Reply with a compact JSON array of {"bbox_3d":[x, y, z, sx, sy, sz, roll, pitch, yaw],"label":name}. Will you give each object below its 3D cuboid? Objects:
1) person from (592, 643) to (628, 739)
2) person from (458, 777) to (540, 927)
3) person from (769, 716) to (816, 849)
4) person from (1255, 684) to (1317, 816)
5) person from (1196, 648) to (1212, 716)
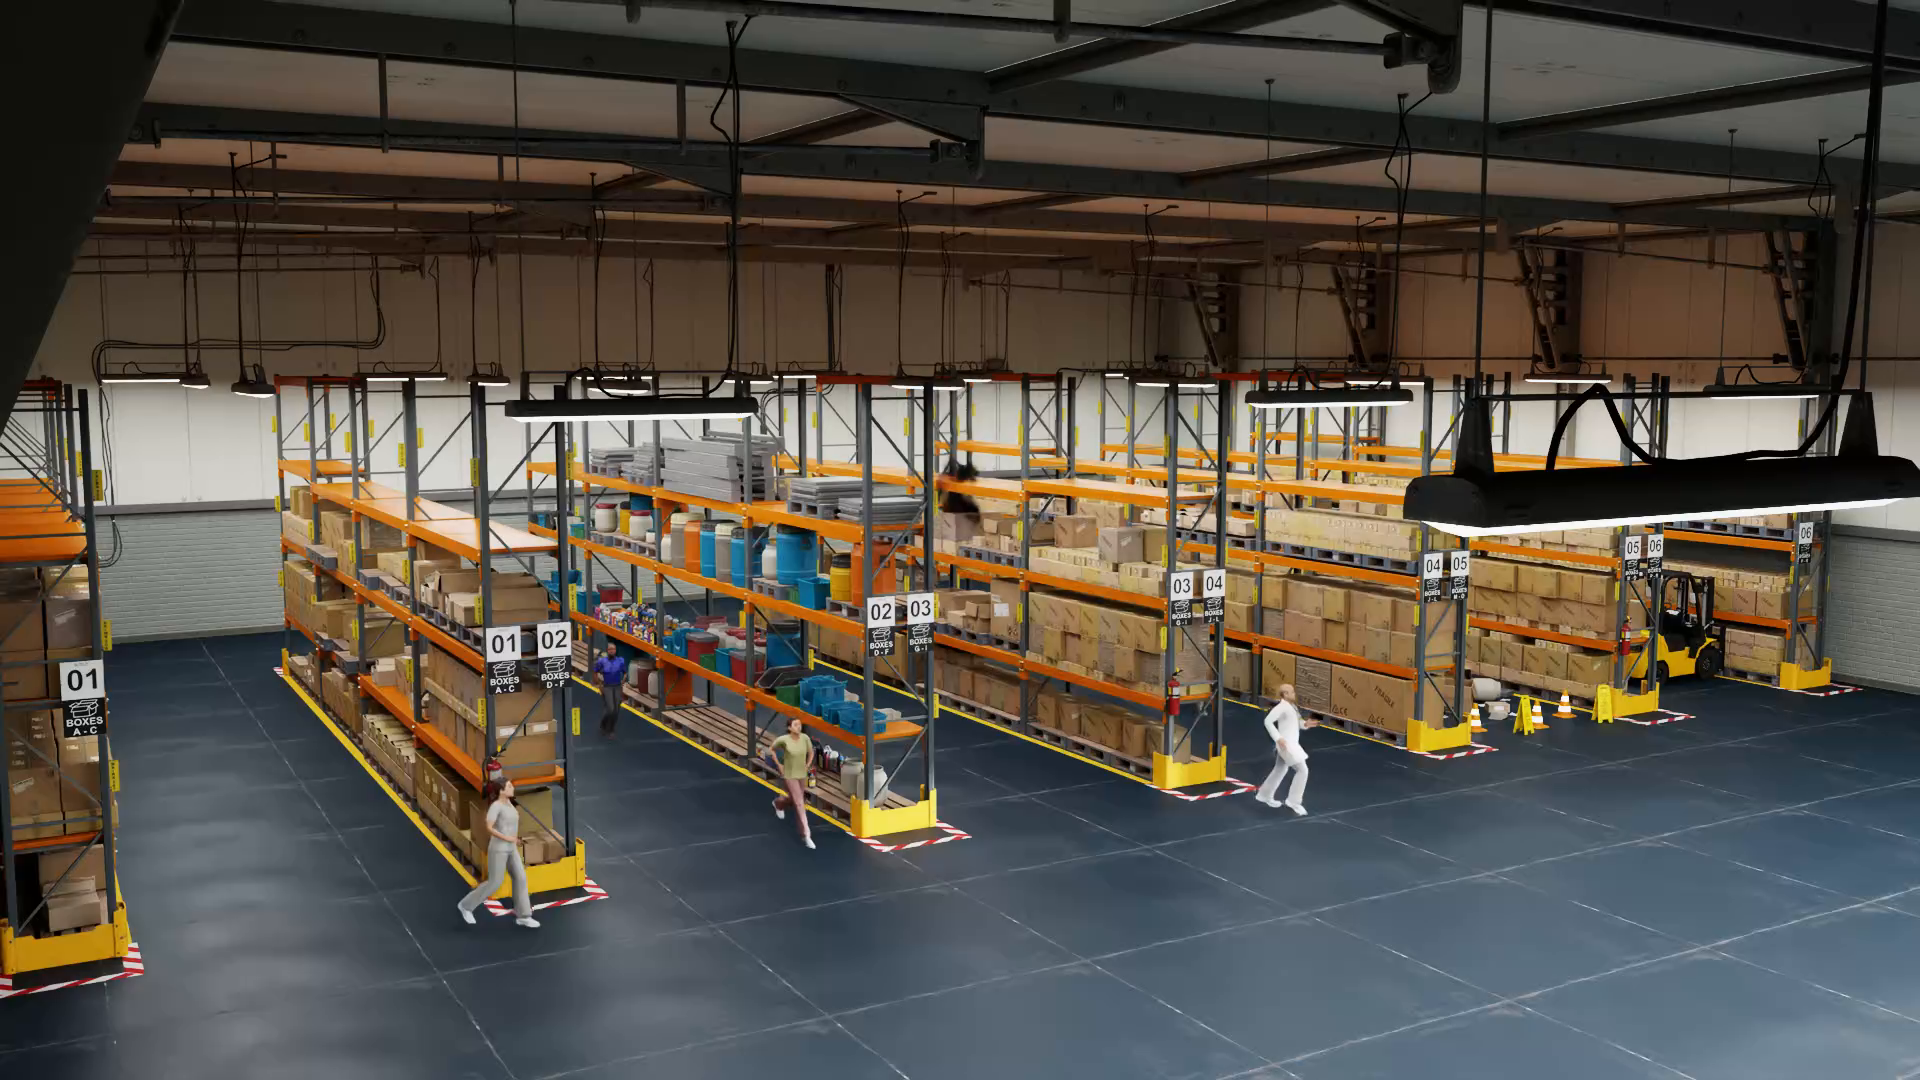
[{"bbox_3d":[-5.748,2.510,27.548,0.559,1.621,0.591,-3,7,-27],"label":"person"},{"bbox_3d":[-5.094,3.466,18.612,0.954,1.635,0.636,1,6,11],"label":"person"},{"bbox_3d":[-2.186,3.131,21.917,0.540,1.685,1.107,-5,8,-39],"label":"person"},{"bbox_3d":[4.550,2.914,23.190,0.838,1.838,0.669,1,6,13],"label":"person"},{"bbox_3d":[4.229,2.259,29.766,0.586,1.697,0.734,-3,7,-27],"label":"person"}]
